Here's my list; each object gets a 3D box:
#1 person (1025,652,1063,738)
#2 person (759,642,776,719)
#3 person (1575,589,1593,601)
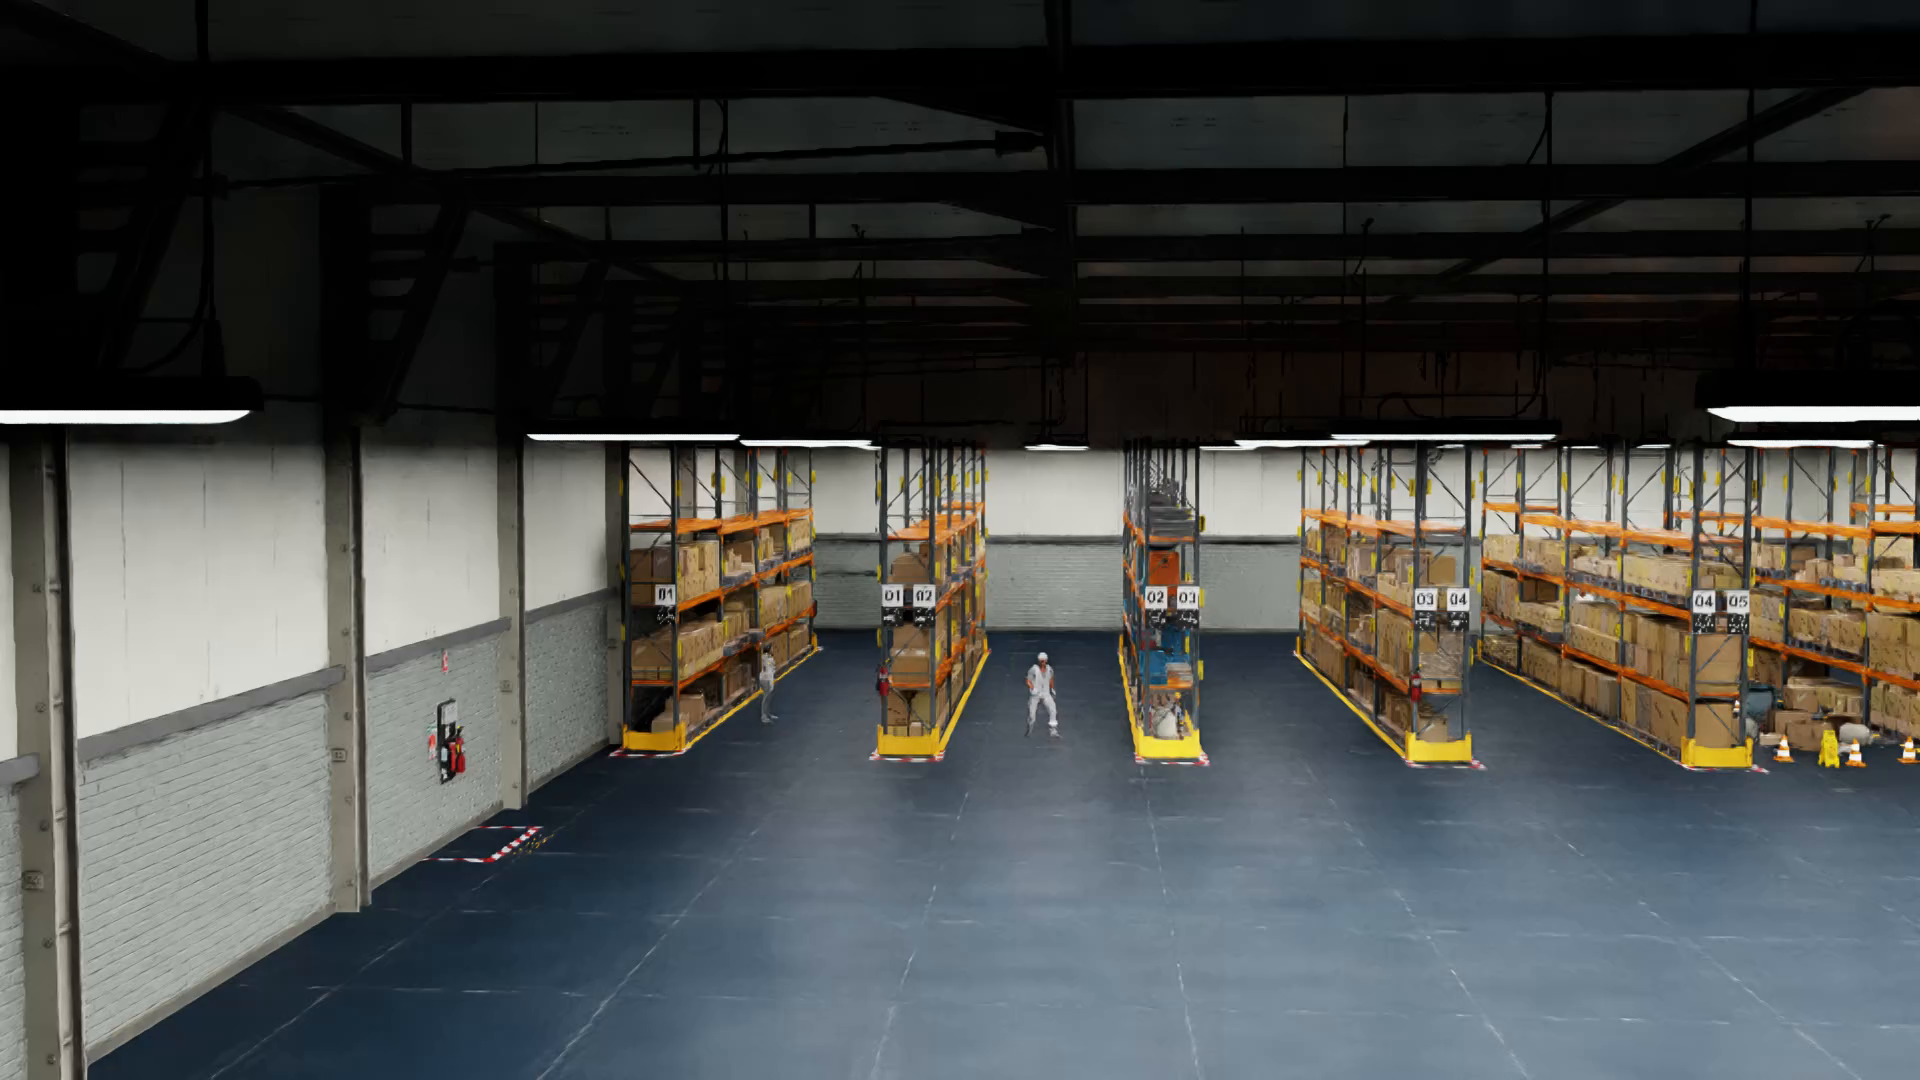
[{"bbox_3d":[3.207,2.844,37.542,5.808,1.716,8.582,-1,3,-13],"label":"person"},{"bbox_3d":[-4.071,2.953,35.112,0.335,1.607,0.547,-1,3,-22],"label":"person"},{"bbox_3d":[18.524,1.785,49.368,0.576,0.895,0.383,3,4,40],"label":"person"}]
